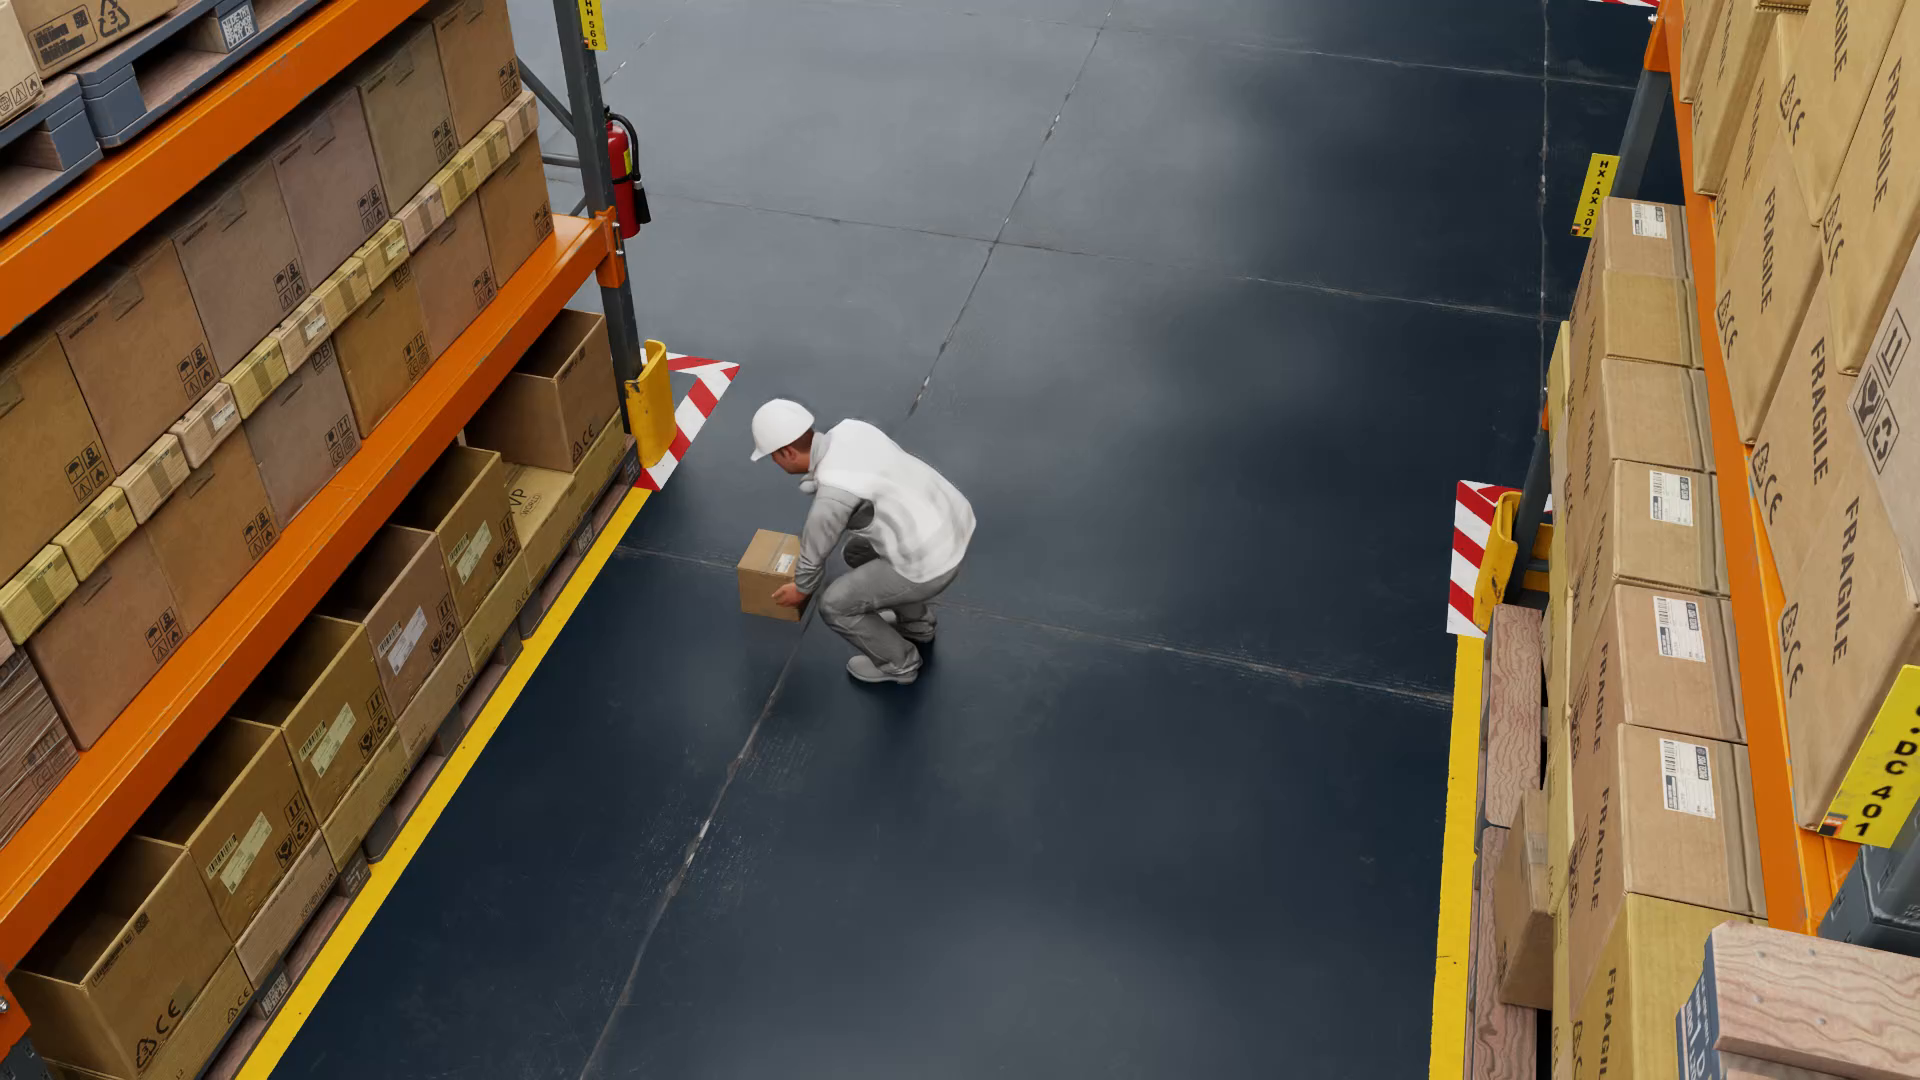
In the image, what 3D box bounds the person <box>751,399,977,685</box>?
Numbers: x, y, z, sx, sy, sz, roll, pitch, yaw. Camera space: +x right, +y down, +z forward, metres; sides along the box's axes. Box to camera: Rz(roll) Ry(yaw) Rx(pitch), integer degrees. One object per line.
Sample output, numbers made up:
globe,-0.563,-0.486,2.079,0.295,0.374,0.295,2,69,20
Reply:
person,-0.375,0.012,6.528,0.837,1.249,0.579,10,42,11
